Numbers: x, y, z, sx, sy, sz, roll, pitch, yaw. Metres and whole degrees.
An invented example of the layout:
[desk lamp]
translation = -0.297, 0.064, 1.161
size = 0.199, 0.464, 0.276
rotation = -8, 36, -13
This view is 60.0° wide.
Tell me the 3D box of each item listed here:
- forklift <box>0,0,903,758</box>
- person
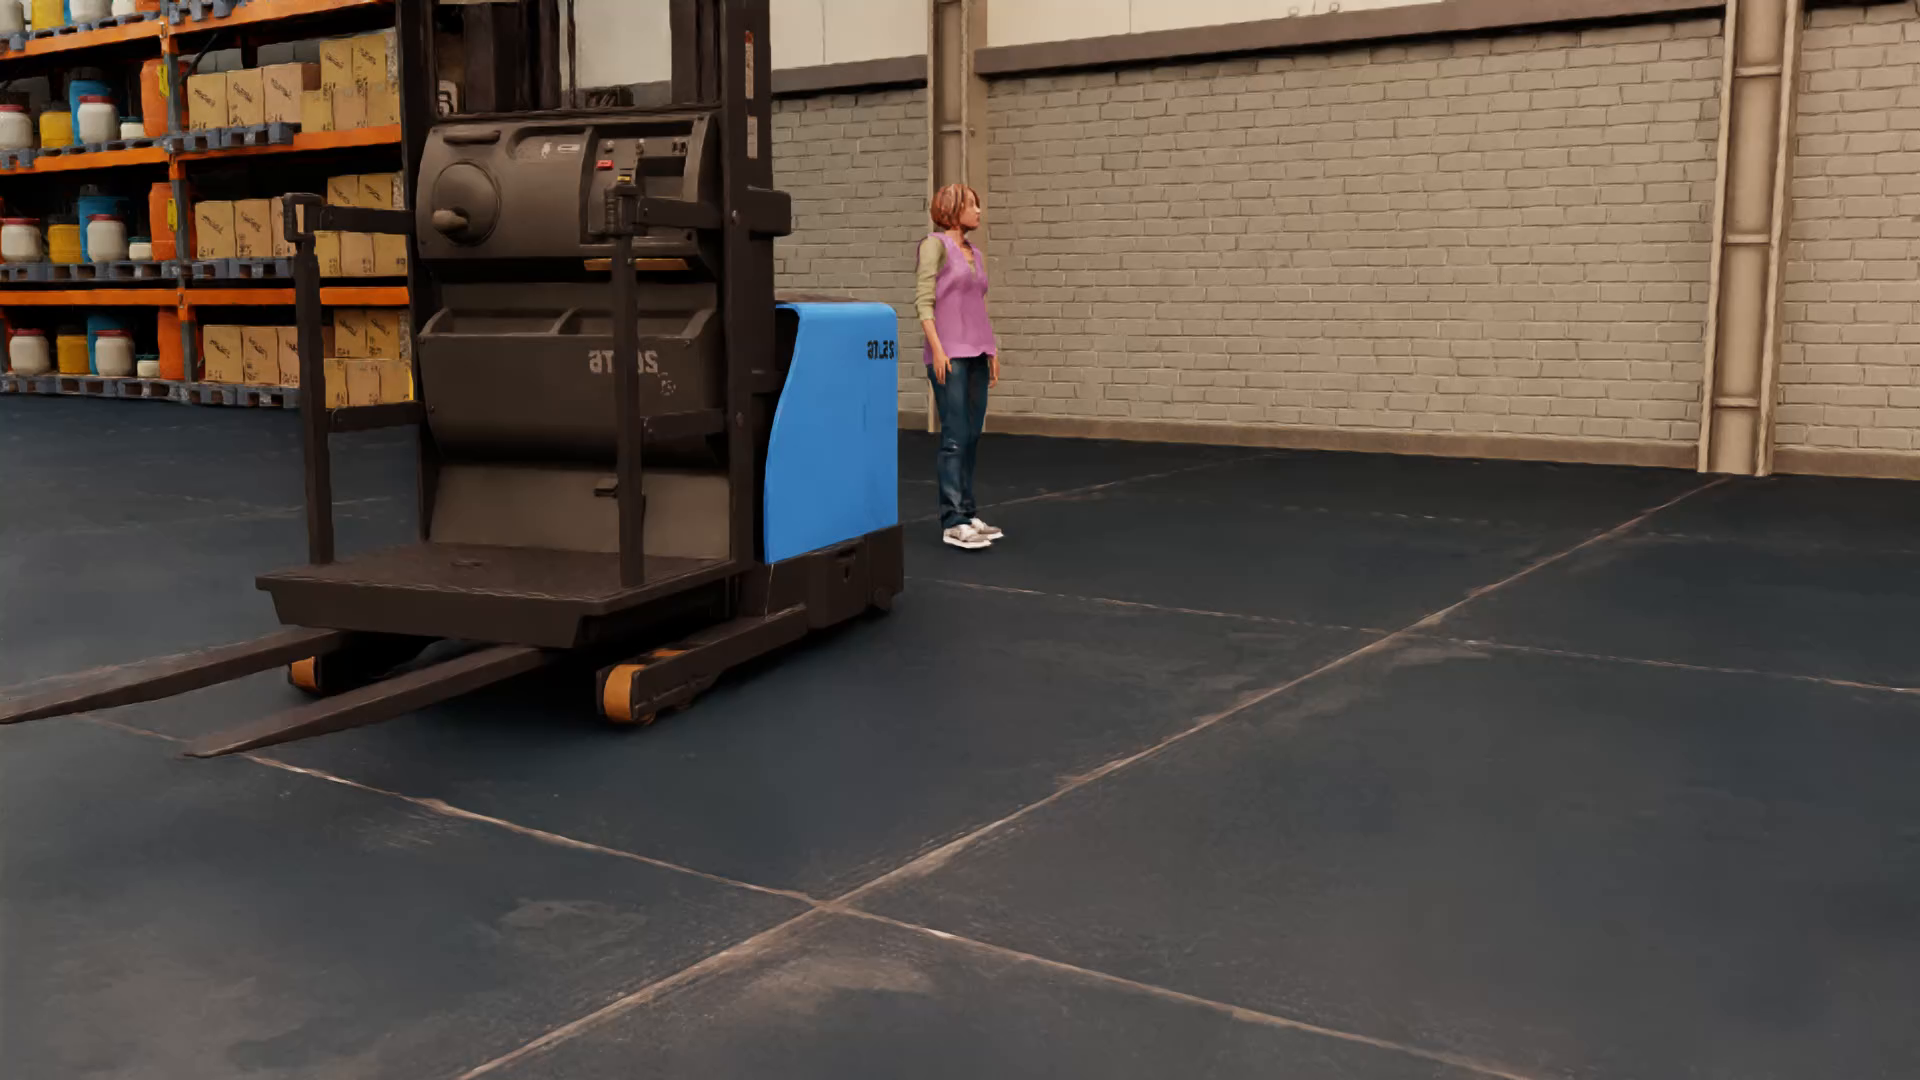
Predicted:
[forklift]
translation = -1.201, -1.039, 4.496
size = 1.130, 2.935, 3.031
rotation = 3, 9, 21
[person]
translation = 0.054, -0.790, 7.438
size = 0.474, 1.597, 0.520
rotation = 5, 10, 34
